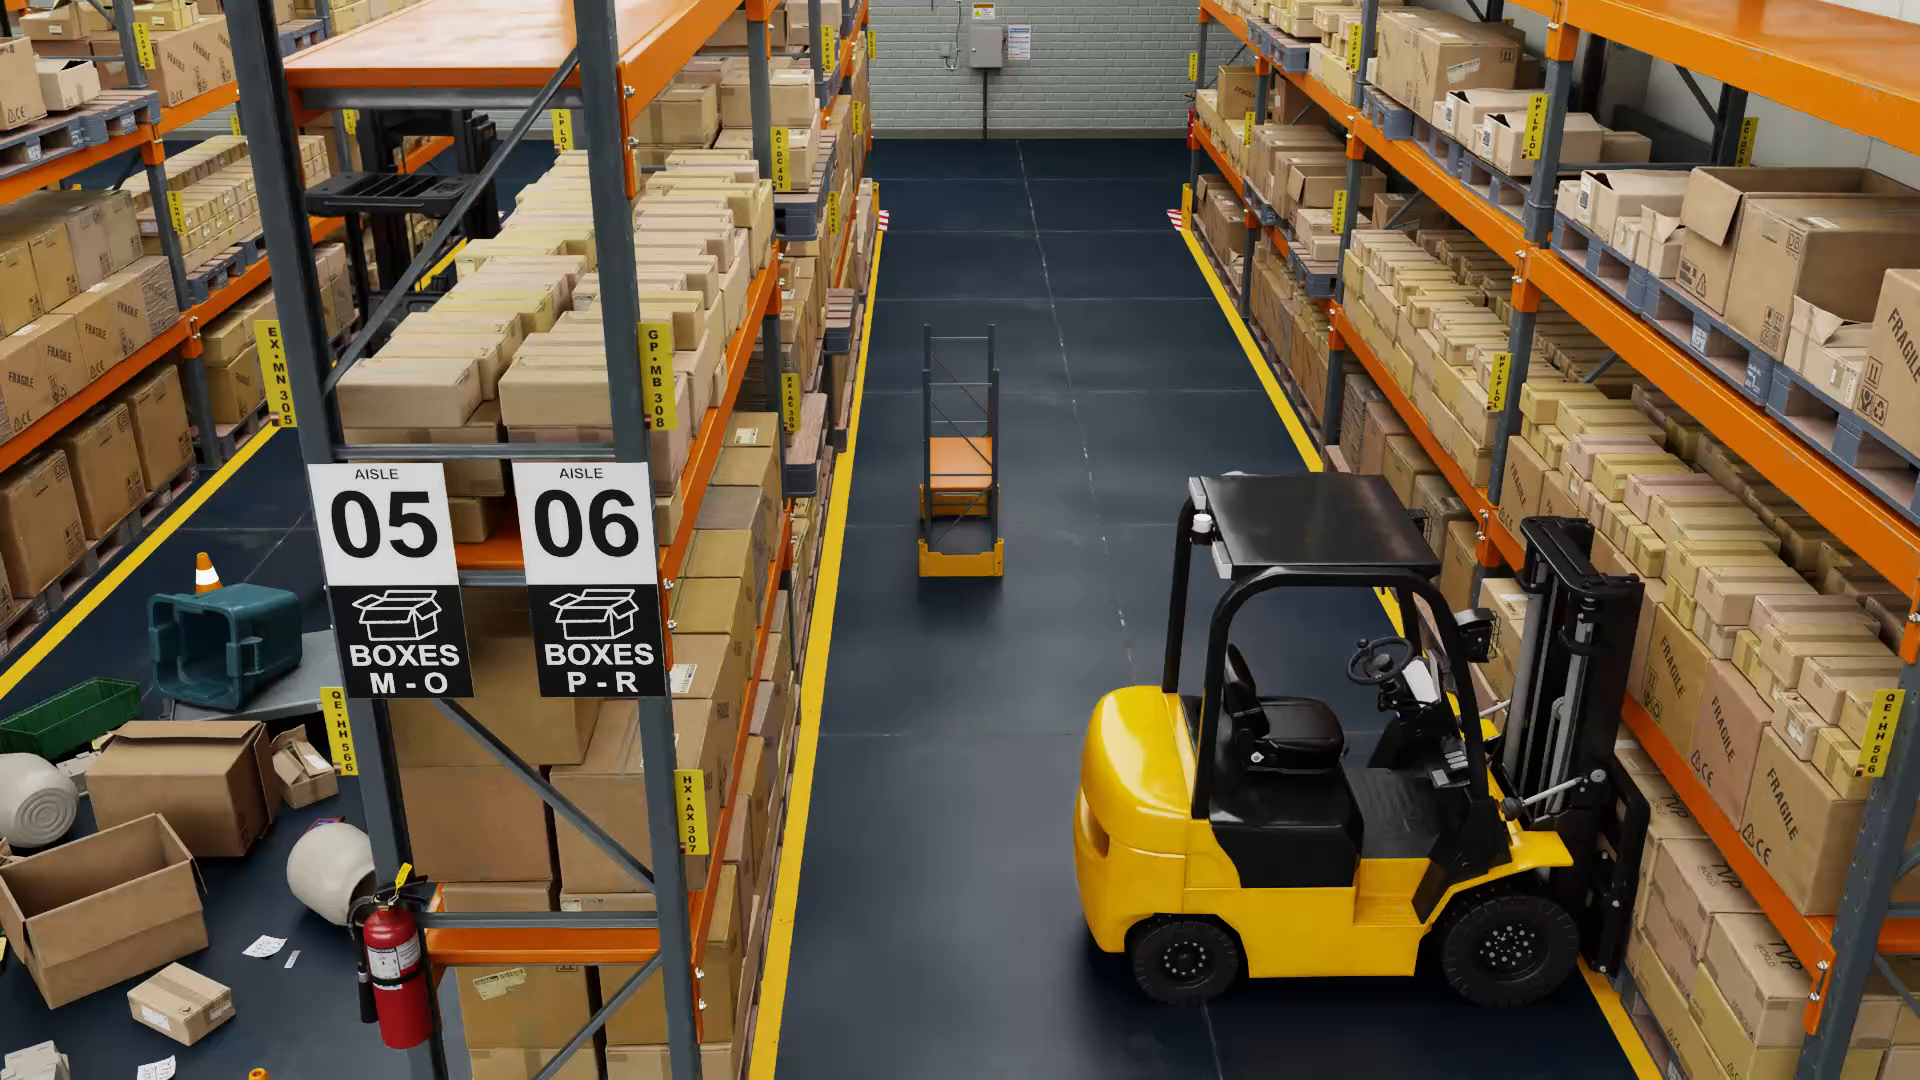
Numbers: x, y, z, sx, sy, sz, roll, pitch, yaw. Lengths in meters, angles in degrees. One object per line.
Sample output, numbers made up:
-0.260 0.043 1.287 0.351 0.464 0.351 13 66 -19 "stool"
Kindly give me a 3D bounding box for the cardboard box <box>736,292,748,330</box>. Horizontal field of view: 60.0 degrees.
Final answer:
-1.165 -1.055 7.490 0.380 0.149 0.250 0 24 1 "cardboard box"

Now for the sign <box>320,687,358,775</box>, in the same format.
-1.982 0.616 5.344 0.100 0.325 0.005 0 24 -1 "sign"

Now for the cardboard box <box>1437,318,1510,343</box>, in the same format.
3.221 -1.283 10.422 0.380 0.149 0.250 -1 24 -2 "cardboard box"

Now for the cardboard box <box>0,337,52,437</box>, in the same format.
-6.165 -0.969 10.514 0.500 0.500 0.500 0 24 -1 "cardboard box"

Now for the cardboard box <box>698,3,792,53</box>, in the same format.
-1.669 -3.763 12.539 0.797 0.503 0.637 -2 24 -4 "cardboard box"

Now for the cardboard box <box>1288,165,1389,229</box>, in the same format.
3.247 -2.938 14.354 0.797 0.503 0.637 -1 24 -2 "cardboard box"

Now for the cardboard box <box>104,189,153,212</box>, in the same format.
-6.936 -2.809 13.777 0.380 0.149 0.250 0 24 1 "cardboard box"

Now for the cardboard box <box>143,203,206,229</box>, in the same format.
-6.280 -2.590 13.292 0.380 0.149 0.250 -1 24 -2 "cardboard box"

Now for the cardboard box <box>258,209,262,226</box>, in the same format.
-6.284 -2.855 14.602 0.380 0.149 0.250 -1 24 -2 "cardboard box"

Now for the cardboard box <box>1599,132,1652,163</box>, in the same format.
3.680 -2.219 9.433 0.380 0.149 0.250 0 24 -1 "cardboard box"

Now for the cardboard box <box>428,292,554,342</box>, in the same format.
-1.662 -0.777 5.908 0.380 0.149 0.250 0 24 0 "cardboard box"

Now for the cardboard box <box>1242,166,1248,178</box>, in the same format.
3.125 -3.799 17.197 0.380 0.149 0.250 0 24 1 "cardboard box"

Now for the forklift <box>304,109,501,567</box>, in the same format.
-3.909 -1.567 12.041 1.130 2.935 3.031 2 24 4 "forklift"

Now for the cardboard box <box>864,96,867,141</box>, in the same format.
-1.326 -4.729 18.829 0.500 0.500 0.500 0 24 1 "cardboard box"

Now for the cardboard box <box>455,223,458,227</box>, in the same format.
-6.232 -3.807 19.861 0.380 0.149 0.250 0 24 1 "cardboard box"

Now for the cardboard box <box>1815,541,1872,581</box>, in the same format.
3.840 0.117 6.965 0.380 0.149 0.250 -1 24 -2 "cardboard box"

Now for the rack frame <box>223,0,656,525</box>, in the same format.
-1.427 -1.440 4.398 1.000 3.000 0.127 0 24 -1 "rack frame"

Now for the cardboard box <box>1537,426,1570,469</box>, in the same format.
3.238 -0.481 8.648 0.380 0.149 0.250 0 24 1 "cardboard box"

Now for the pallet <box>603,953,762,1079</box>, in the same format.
-1.401 2.197 7.019 1.003 0.211 1.213 0 24 -1 "pallet"

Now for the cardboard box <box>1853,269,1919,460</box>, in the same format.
3.288 -0.561 5.342 0.500 0.500 0.500 1 24 1 "cardboard box"

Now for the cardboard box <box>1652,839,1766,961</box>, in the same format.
3.208 1.476 6.843 0.500 0.250 0.500 0 24 0 "cardboard box"

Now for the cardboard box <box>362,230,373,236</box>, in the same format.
-6.324 -3.219 17.839 0.380 0.149 0.250 -1 24 -2 "cardboard box"

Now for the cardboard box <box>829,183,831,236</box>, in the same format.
-1.275 -2.709 13.148 0.500 0.500 0.500 -1 24 -2 "cardboard box"

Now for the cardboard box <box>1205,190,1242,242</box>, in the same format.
3.244 -3.771 19.356 0.700 0.500 0.500 1 24 2 "cardboard box"

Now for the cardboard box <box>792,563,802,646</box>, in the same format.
-1.479 0.435 10.212 0.950 0.372 0.625 0 24 0 "cardboard box"

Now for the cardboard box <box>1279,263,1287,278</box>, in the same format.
3.255 -2.542 15.851 0.380 0.149 0.250 -1 24 -1 "cardboard box"

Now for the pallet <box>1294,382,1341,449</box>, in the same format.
3.479 -1.065 14.231 1.003 0.211 1.213 0 24 -1 "pallet"

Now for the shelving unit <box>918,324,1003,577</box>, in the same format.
0.001 -0.652 11.755 0.587 1.500 1.083 0 24 -1 "shelving unit"

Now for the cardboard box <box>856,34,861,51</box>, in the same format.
-1.322 -5.635 18.831 0.380 0.149 0.250 0 24 1 "cardboard box"

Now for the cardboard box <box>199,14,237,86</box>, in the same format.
-6.226 -4.000 13.577 0.500 0.500 0.500 0 24 -1 "cardboard box"

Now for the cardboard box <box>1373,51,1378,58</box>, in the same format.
3.205 -3.652 12.627 0.380 0.149 0.250 0 24 1 "cardboard box"

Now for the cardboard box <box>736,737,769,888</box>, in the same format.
-1.167 1.247 7.653 0.500 0.500 0.500 0 24 0 "cardboard box"

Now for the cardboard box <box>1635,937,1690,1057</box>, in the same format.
3.220 1.933 7.045 0.500 0.250 0.500 0 24 -1 "cardboard box"

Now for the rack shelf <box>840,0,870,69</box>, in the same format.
-1.579 -5.515 17.920 1.077 0.370 4.000 0 24 -1 "rack shelf"

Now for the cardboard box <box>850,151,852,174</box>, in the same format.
-1.310 -3.631 16.096 0.500 0.250 0.500 0 24 -1 "cardboard box"

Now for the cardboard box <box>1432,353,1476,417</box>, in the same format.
3.219 -0.952 10.173 0.500 0.250 0.500 -1 24 -2 "cardboard box"

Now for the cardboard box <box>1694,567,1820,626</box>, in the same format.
3.216 0.227 6.722 0.380 0.149 0.250 0 24 1 "cardboard box"

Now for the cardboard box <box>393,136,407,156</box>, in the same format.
-6.242 -4.386 17.708 0.500 0.500 0.500 -1 24 -2 "cardboard box"

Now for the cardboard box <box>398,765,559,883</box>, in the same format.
-1.708 0.889 6.044 0.500 0.500 0.500 -1 24 -1 "cardboard box"

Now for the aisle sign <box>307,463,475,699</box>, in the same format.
-1.716 0.135 5.039 0.394 0.787 0.004 0 24 -1 "aisle sign"

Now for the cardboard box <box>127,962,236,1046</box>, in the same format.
-3.461 2.061 7.395 0.380 0.149 0.250 13 27 27 "cardboard box"

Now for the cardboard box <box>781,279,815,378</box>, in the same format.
-1.187 -1.332 10.447 0.500 0.500 0.500 0 24 -1 "cardboard box"

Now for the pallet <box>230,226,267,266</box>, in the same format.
-6.525 -2.668 14.625 1.003 0.211 1.213 0 24 -1 "pallet"

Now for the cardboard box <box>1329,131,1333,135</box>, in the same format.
3.658 -4.155 17.501 0.500 0.250 0.500 0 24 -1 "cardboard box"

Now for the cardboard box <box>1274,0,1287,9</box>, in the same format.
3.034 -4.855 14.901 0.380 0.149 0.250 -1 24 -1 "cardboard box"

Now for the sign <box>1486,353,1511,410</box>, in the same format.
2.950 -0.864 9.095 0.100 0.325 0.005 0 24 -1 "sign"

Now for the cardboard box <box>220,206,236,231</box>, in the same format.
-6.282 -2.678 13.848 0.380 0.149 0.250 0 24 0 "cardboard box"

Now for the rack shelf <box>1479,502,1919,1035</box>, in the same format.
3.515 0.773 7.658 1.077 0.370 4.000 0 24 -1 "rack shelf"

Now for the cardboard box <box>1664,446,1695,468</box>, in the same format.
3.785 -0.377 8.418 0.380 0.149 0.250 0 24 1 "cardboard box"

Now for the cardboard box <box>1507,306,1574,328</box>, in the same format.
3.743 -1.392 10.662 0.380 0.149 0.250 0 24 -1 "cardboard box"

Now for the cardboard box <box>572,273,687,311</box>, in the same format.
-1.213 -0.882 6.142 0.380 0.149 0.250 0 24 -1 "cardboard box"

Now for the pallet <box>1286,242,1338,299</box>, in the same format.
3.372 -2.219 13.632 1.213 0.211 1.003 0 24 -1 "pallet"

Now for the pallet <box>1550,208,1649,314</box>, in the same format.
3.528 -1.354 7.955 1.003 0.211 1.213 0 24 -1 "pallet"

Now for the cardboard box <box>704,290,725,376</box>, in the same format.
-1.192 -0.770 6.376 0.500 0.250 0.500 0 24 1 "cardboard box"

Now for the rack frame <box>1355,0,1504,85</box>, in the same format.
3.449 -4.761 11.740 1.000 3.000 0.127 0 24 -1 "rack frame"
